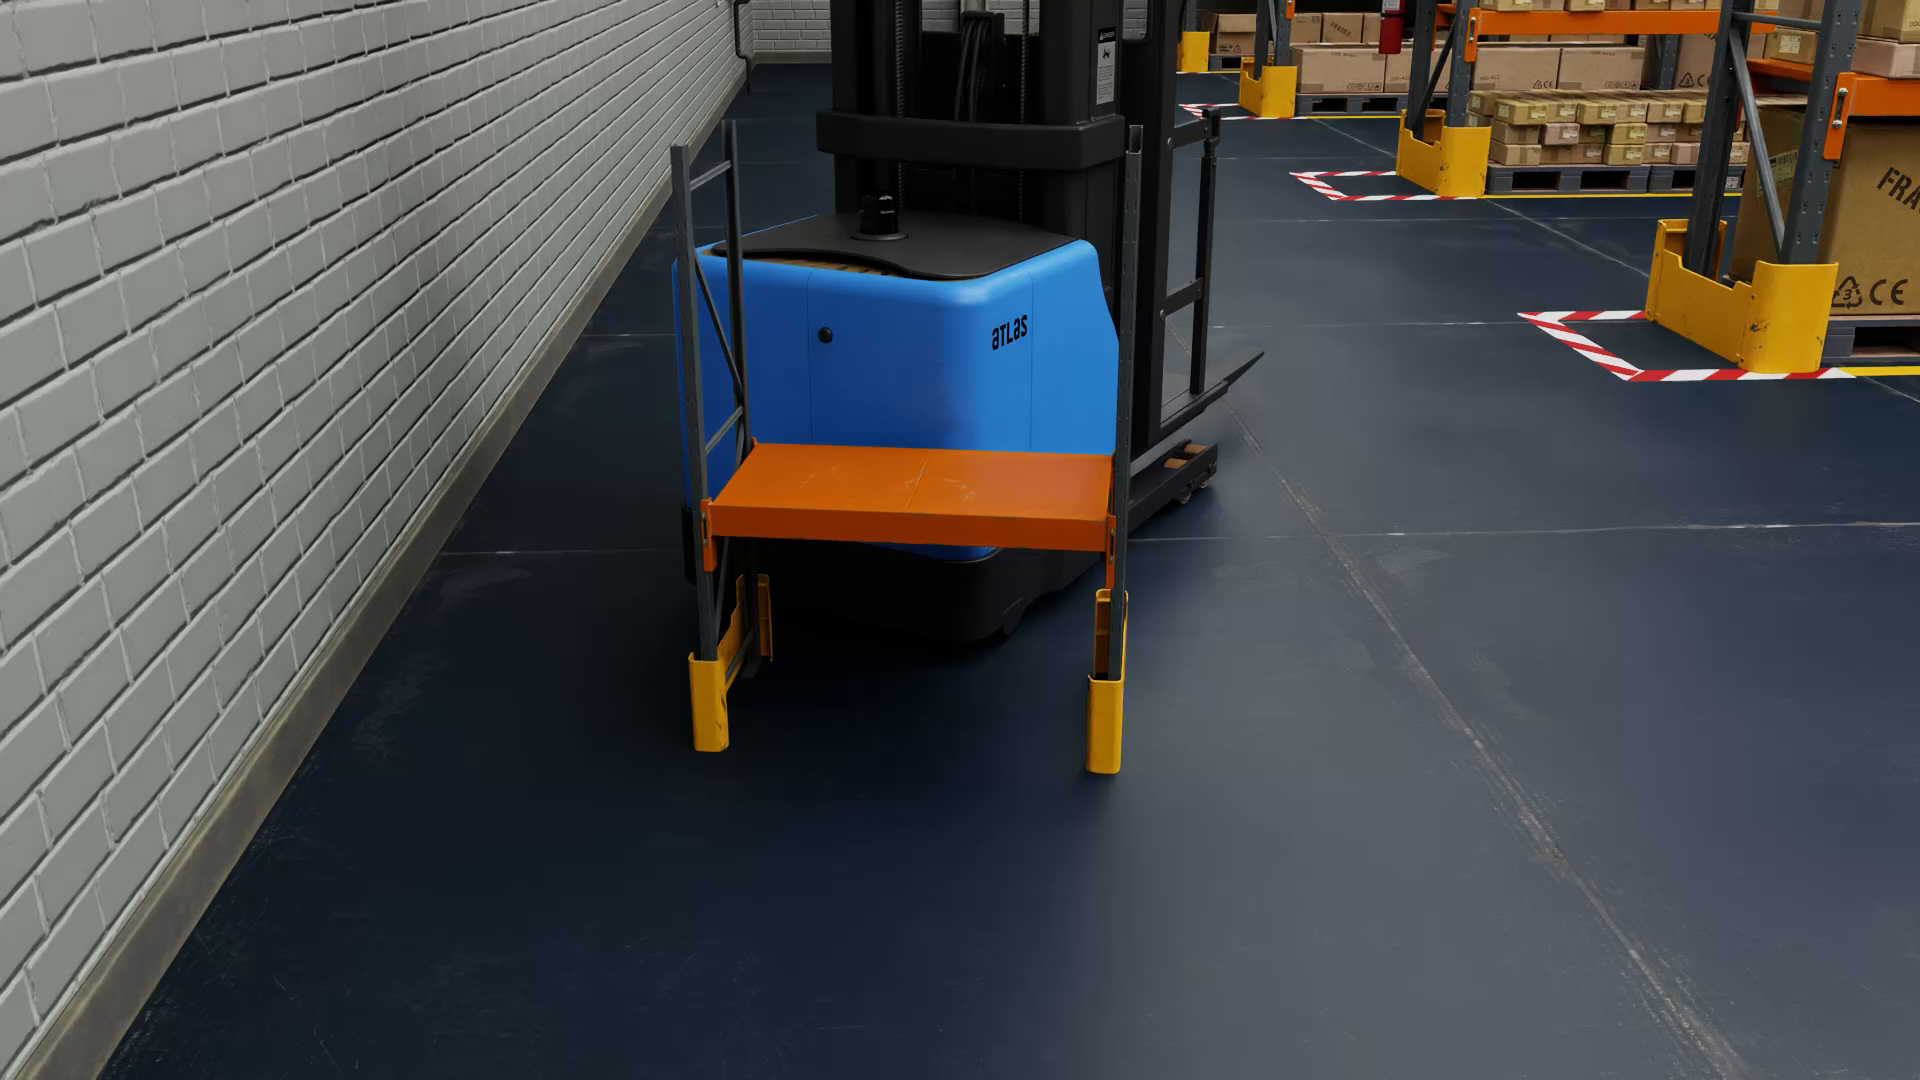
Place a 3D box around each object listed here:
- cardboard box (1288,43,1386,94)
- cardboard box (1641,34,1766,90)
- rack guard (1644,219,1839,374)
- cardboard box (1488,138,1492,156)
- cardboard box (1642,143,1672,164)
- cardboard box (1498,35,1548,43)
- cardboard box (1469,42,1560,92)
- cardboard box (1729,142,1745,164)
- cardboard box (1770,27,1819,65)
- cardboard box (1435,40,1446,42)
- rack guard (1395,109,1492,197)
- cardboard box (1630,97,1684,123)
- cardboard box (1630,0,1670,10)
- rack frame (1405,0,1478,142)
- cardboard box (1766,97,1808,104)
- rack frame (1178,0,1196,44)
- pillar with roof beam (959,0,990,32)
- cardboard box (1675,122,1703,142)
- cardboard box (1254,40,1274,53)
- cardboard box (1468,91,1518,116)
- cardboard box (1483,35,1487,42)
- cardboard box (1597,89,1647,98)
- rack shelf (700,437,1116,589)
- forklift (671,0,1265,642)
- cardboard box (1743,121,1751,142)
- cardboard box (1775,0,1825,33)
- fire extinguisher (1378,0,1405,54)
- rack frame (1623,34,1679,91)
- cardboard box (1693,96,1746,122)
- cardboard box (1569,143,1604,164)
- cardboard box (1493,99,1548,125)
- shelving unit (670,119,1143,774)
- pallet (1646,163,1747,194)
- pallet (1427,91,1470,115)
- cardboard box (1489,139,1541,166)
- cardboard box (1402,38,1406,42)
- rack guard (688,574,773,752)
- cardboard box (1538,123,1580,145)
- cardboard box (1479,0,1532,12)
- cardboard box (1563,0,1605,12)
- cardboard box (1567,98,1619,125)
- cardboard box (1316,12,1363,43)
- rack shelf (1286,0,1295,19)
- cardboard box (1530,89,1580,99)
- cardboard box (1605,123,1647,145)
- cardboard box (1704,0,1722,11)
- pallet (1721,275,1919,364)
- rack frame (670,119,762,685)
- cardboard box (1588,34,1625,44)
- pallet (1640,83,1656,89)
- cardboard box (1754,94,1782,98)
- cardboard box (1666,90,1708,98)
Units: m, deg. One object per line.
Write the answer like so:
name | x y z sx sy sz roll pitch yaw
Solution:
cardboard box | 3.877 -4.942 17.397 0.875 0.438 0.875 -2 21 -5
cardboard box | 7.831 -5.220 17.511 0.875 0.875 0.875 -1 21 -1
rack guard | 3.765 -1.205 8.084 0.348 0.500 1.175 -1 21 -3
cardboard box | 4.120 -3.087 12.929 0.250 0.149 0.380 -1 21 -2
cardboard box | 5.163 -2.946 12.560 0.250 0.149 0.380 -1 21 -3
cardboard box | 7.426 -6.697 21.917 0.500 0.500 0.500 0 21 -1
cardboard box | 5.690 -4.981 17.500 0.875 0.438 0.875 -2 21 -5
cardboard box | 5.692 -2.935 12.531 0.250 0.149 0.380 -1 21 -3
cardboard box | 4.126 -2.381 8.012 0.250 0.149 0.380 -1 21 -2
cardboard box | 6.390 -6.487 21.860 0.250 0.149 0.380 -2 21 -5
rack guard | 3.683 -2.971 12.723 0.348 0.500 1.175 -1 21 -3
cardboard box | 5.197 -3.215 12.429 0.250 0.149 0.380 0 21 -1
cardboard box | 4.995 -3.968 12.180 0.250 0.149 0.380 -1 21 -4
rack frame | 3.607 -4.138 12.274 0.127 3.000 1.000 -1 21 -3
cardboard box | 6.230 -3.219 12.440 0.250 0.149 0.380 -2 21 -6
rack frame | 2.936 -7.657 21.518 0.127 3.000 1.000 -1 21 -3
pillar with roof beam | 0.439 -9.197 17.131 0.400 9.000 9.100 -1 21 -3
cardboard box | 5.451 -3.108 12.568 0.250 0.149 0.380 0 21 0
cardboard box | 3.979 -6.495 21.881 0.250 0.149 0.380 -2 21 -5
cardboard box | 4.121 -3.381 12.865 0.250 0.149 0.380 -1 21 -2
cardboard box | 7.403 -6.882 22.404 0.500 0.500 0.500 -1 21 -3
cardboard box | 5.153 -3.424 12.978 0.250 0.149 0.380 0 21 -1
rack shelf | -0.101 -0.080 4.227 1.000 0.185 0.538 2 21 6
forklift | 0.296 -1.565 5.612 1.130 2.935 3.031 11 23 26
cardboard box | 5.990 -3.101 12.548 0.250 0.149 0.380 -2 21 -6
cardboard box | 4.258 -2.547 7.888 0.500 0.250 0.500 -1 21 -4
fire extinguisher | 3.329 -4.086 12.771 0.183 0.674 0.296 -1 21 -3
rack frame | 7.217 -5.976 17.100 0.127 3.000 1.000 -1 21 -3
cardboard box | 5.708 -3.243 12.503 0.250 0.149 0.380 -1 21 -3
cardboard box | 4.652 -2.941 12.546 0.250 0.149 0.380 -1 21 -2
cardboard box | 4.149 -3.170 12.312 0.250 0.149 0.380 -2 21 -6
shelving unit | -0.110 -0.248 4.164 1.083 1.500 0.587 2 21 6
pallet | 5.711 -2.864 12.847 1.213 0.211 1.003 -1 21 -3
pallet | 5.232 -4.659 17.561 1.213 0.211 1.003 -1 21 -3
cardboard box | 4.148 -2.899 12.436 0.250 0.149 0.380 -1 21 -2
cardboard box | 5.824 -6.664 22.326 0.250 0.149 0.380 -1 21 -4
rack guard | -0.605 0.316 4.440 0.087 0.250 0.587 2 21 6
cardboard box | 4.421 -3.046 12.404 0.250 0.149 0.380 -1 21 -3
cardboard box | 3.949 -3.911 12.030 0.250 0.149 0.380 -1 21 -3
cardboard box | 4.472 -3.917 12.047 0.250 0.149 0.380 -2 21 -5
cardboard box | 4.676 -3.178 12.332 0.250 0.149 0.380 -1 21 -3
cardboard box | 4.941 -6.643 21.777 0.500 0.500 0.500 -1 21 -2
rack shelf | 5.220 -5.599 17.122 4.000 0.370 1.077 -1 21 -3
cardboard box | 4.626 -3.416 12.957 0.250 0.149 0.380 -2 21 -4
cardboard box | 4.923 -3.049 12.412 0.250 0.149 0.380 -1 21 -1
cardboard box | 5.503 -3.960 12.161 0.250 0.149 0.380 0 21 -1
pallet | 4.583 -1.115 8.253 1.213 0.211 1.003 -1 21 -3
rack frame | -0.606 -0.268 4.217 0.032 1.500 0.500 2 21 6
cardboard box | 8.455 -6.720 21.978 0.500 0.500 0.500 -2 21 -5
pallet | 7.983 -4.715 17.708 1.213 0.211 1.003 -1 21 -3
cardboard box | 6.199 -3.431 12.997 0.250 0.149 0.380 -1 21 -2
cardboard box | 5.683 -3.405 12.929 0.250 0.149 0.380 -1 21 -3
